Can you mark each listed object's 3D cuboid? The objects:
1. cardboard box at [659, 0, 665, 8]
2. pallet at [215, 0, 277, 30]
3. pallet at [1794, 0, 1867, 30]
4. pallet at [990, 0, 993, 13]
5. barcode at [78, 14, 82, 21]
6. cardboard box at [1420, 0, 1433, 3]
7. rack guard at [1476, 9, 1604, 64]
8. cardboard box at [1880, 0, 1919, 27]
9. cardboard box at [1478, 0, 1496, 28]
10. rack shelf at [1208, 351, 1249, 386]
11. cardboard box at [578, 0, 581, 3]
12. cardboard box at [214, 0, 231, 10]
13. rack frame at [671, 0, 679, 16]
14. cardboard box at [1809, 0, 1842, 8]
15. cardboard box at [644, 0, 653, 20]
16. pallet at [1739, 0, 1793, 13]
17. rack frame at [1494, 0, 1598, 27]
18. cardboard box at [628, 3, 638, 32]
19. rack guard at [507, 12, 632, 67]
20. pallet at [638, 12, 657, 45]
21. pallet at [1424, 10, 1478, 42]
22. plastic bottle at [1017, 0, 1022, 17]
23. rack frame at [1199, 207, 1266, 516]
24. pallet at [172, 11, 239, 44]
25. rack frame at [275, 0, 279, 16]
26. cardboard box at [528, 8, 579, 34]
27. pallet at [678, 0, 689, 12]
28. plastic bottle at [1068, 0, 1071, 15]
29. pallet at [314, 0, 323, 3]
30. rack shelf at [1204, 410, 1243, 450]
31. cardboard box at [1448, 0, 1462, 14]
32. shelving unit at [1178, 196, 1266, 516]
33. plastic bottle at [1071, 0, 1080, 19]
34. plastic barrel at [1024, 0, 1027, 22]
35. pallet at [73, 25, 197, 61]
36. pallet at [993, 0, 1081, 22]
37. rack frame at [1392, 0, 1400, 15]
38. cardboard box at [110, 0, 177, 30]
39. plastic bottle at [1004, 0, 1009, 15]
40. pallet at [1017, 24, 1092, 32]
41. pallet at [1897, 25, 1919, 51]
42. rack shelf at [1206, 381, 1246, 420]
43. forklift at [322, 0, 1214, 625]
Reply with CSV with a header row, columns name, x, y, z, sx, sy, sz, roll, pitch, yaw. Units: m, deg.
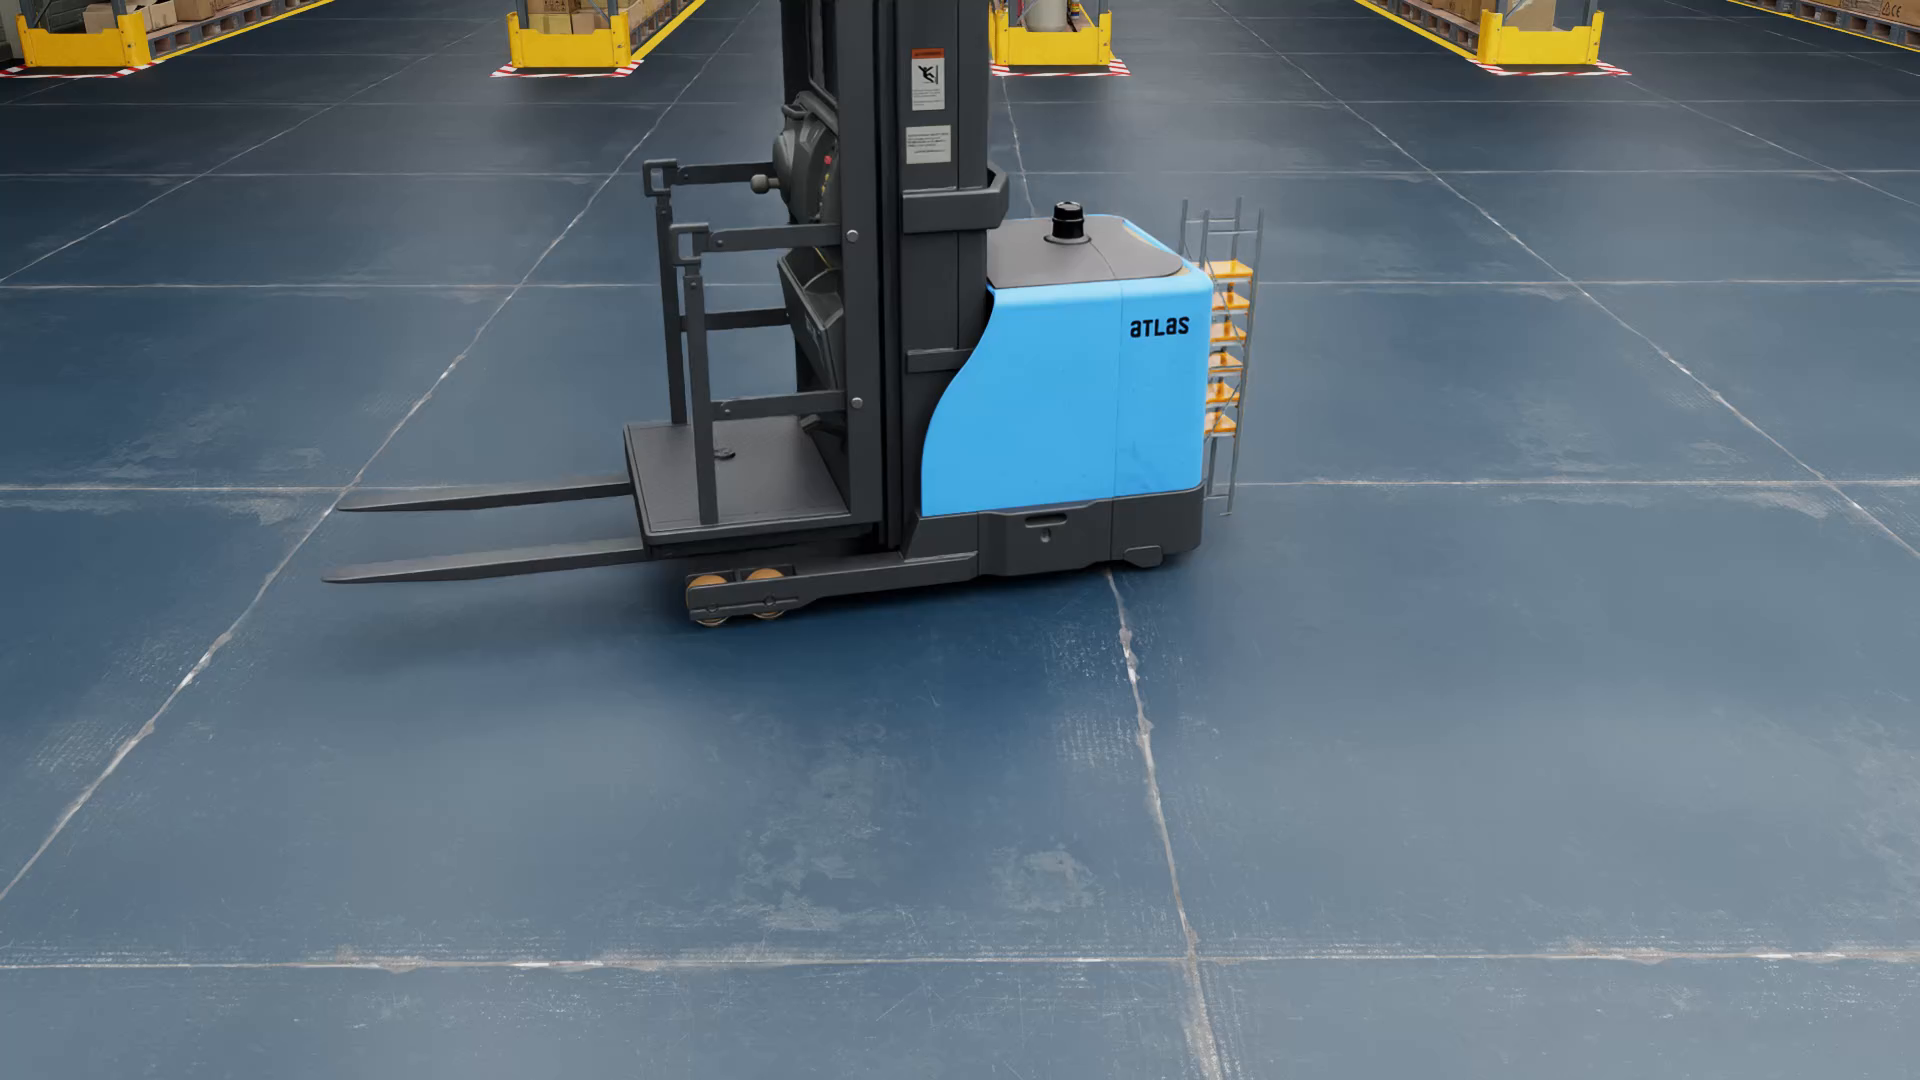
name,x,y,z,sx,sy,sz,roll,pitch,yaw
cardboard box,-3.784,-6.421,19.633,0.500,0.250,0.500,0,24,-1
pallet,-8.914,-6.307,19.939,1.003,0.211,1.213,0,24,-1
pallet,10.793,-6.318,19.962,1.003,0.211,1.213,0,24,-1
pallet,0.902,-6.952,21.365,1.003,0.211,1.213,0,24,-1
barcode,-9.231,-5.477,17.437,0.001,0.075,0.075,0,24,-1
cardboard box,5.867,-6.809,20.188,0.500,0.500,0.500,-1,24,-2
rack guard,5.945,-5.165,17.064,1.175,0.500,0.348,0,24,-1
cardboard box,10.822,-6.119,18.207,0.875,0.875,0.875,-1,24,-1
cardboard box,5.915,-5.829,18.022,0.500,0.500,0.500,6,25,13
rack shelf,0.934,-0.633,6.289,0.258,0.103,0.180,-6,25,-17
cardboard box,-4.289,-6.142,18.107,0.500,0.500,0.500,0,24,-1
cardboard box,-8.905,-6.488,19.456,0.500,0.500,0.500,-2,24,-5
rack frame,-4.003,-7.878,20.029,1.000,3.000,0.127,0,24,-1
cardboard box,10.800,-6.866,19.859,0.875,0.875,0.875,0,24,0
cardboard box,-3.758,-6.009,18.722,0.500,0.250,0.500,0,24,-1
pallet,10.779,-6.949,21.358,1.003,0.211,1.213,0,24,-1
rack frame,5.946,-6.273,16.480,1.000,3.000,0.127,0,24,-1
cardboard box,-3.752,-5.596,17.811,0.500,0.250,0.500,0,24,-1
rack guard,-3.960,-5.081,16.878,1.175,0.500,0.348,0,24,-1
pallet,-4.020,-5.776,18.764,1.003,0.211,1.213,0,24,-1
pallet,5.961,-5.870,18.973,1.003,0.211,1.213,0,24,-1
plastic bottle,0.666,-6.073,18.800,0.061,0.283,0.133,0,24,-1
rack frame,0.963,-0.637,6.191,0.240,1.200,0.006,-6,25,-17
pallet,-8.898,-5.803,18.825,1.003,0.211,1.213,0,24,-1
rack frame,-8.957,-7.854,19.976,1.000,3.000,0.127,0,24,-1
cardboard box,-4.261,-5.388,17.350,0.500,0.250,0.500,0,24,-1
pallet,-4.051,-6.911,21.274,1.003,0.211,1.213,0,24,-1
plastic bottle,1.281,-6.098,18.869,0.097,0.271,0.097,0,24,0
pallet,-8.983,-7.409,22.375,1.003,0.211,1.213,0,24,-1
rack shelf,0.926,-0.413,6.385,0.258,0.103,0.180,-6,25,-17
cardboard box,5.966,-6.317,19.101,0.500,0.500,0.500,-2,24,-5
shelving unit,0.936,-0.673,6.271,0.258,1.200,0.189,-6,25,-17
plastic bottle,1.285,-5.956,18.557,0.097,0.271,0.097,0,24,0
plastic barrel,0.904,-5.786,17.912,0.421,0.512,0.421,0,24,0
pallet,-8.888,-5.302,17.716,1.003,0.211,1.213,0,24,-1
pallet,0.915,-6.351,20.037,1.003,0.211,1.213,0,24,-1
rack frame,5.902,-7.921,20.124,1.000,3.000,0.127,0,24,-1
cardboard box,-8.837,-5.702,17.946,0.500,0.311,0.500,2,24,4
plastic bottle,0.535,-5.931,18.585,0.097,0.201,0.097,0,24,0
pallet,0.942,-5.346,17.814,1.003,0.211,1.213,0,24,-1
pallet,10.820,-5.312,17.739,1.003,0.211,1.213,0,24,-1
rack shelf,0.930,-0.523,6.337,0.258,0.103,0.180,-6,25,-17
forklift,-0.696,-1.288,5.541,3.031,2.935,1.130,-6,25,-13
